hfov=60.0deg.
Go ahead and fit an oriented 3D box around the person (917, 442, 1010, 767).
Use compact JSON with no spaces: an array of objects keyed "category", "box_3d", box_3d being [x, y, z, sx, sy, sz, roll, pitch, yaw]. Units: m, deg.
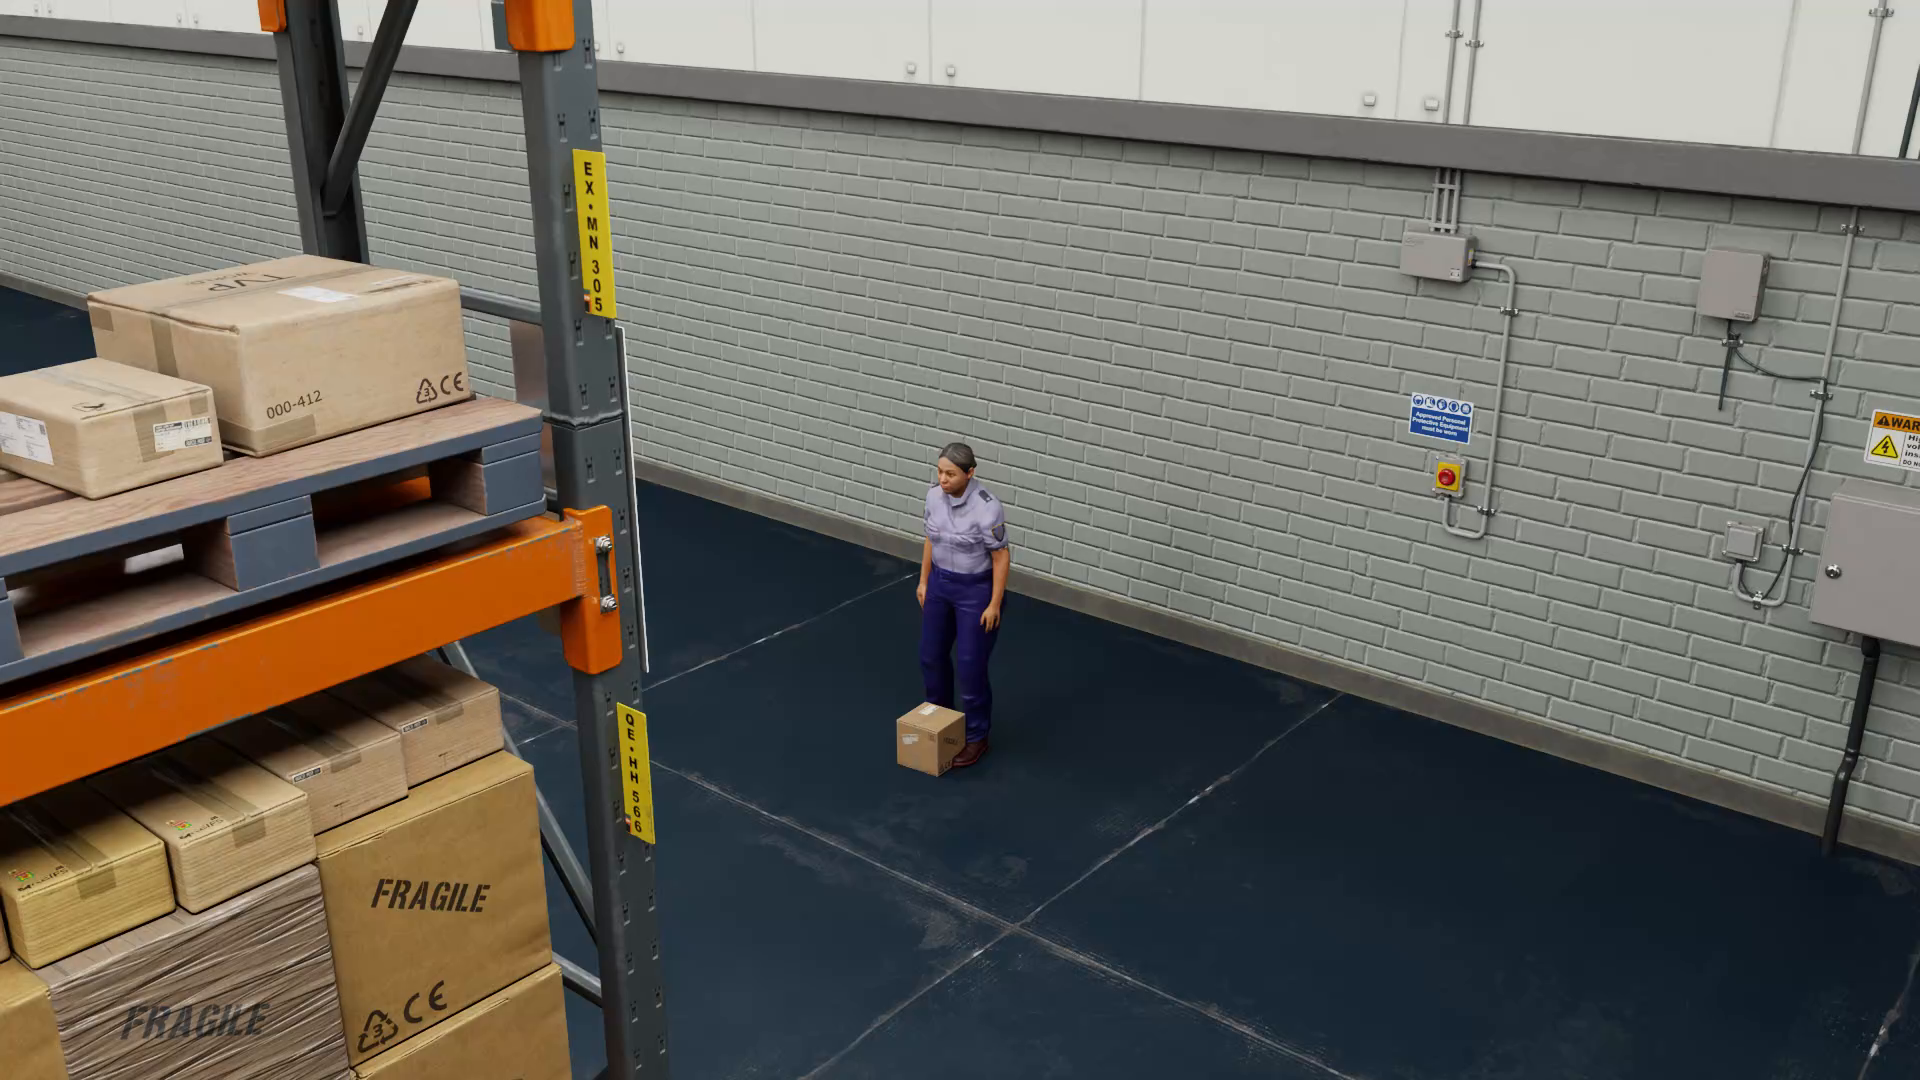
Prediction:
[{"category":"person","box_3d":[-0.009,0.288,8.310,0.537,1.651,0.417,16,26,37]}]
